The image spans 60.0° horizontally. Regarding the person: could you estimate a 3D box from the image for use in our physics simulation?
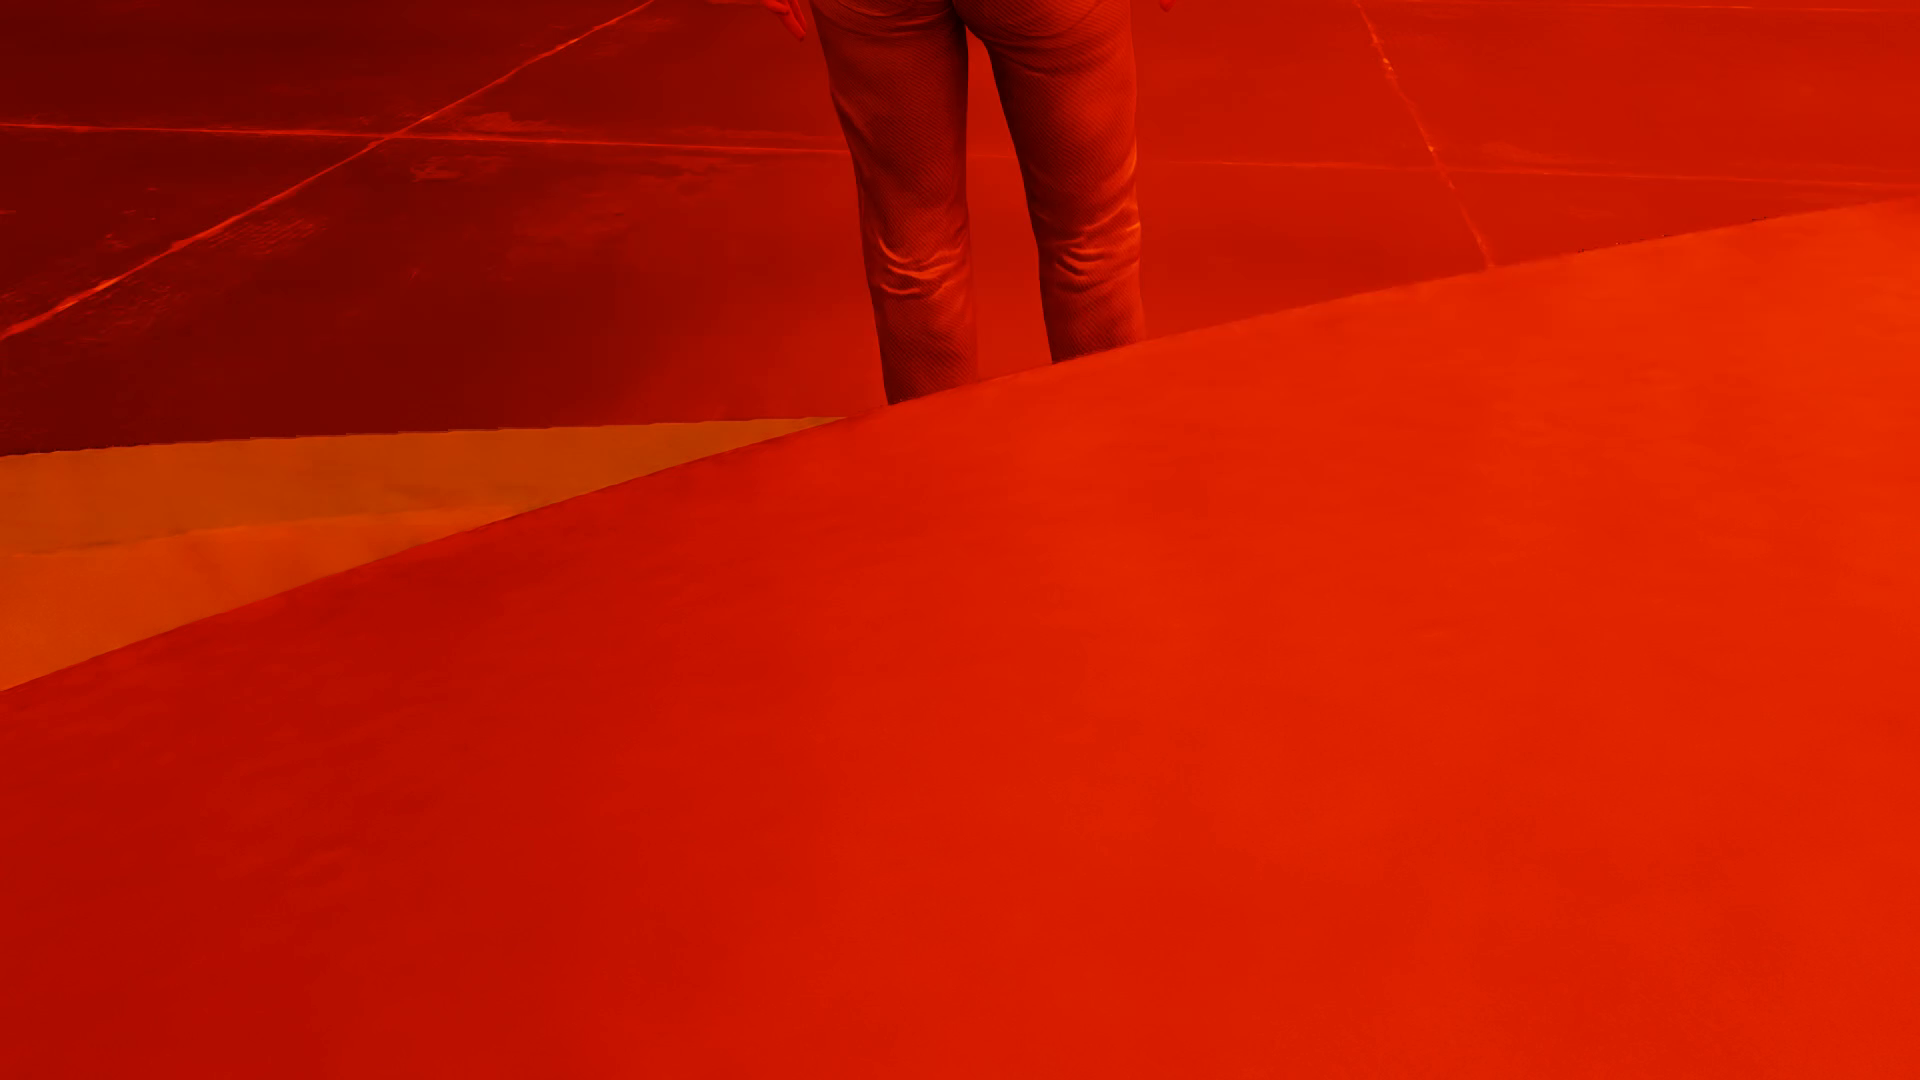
[{"bbox_3d":[0.016,-0.827,2.155,0.632,1.773,0.568,3,27,7],"label":"person"}]
